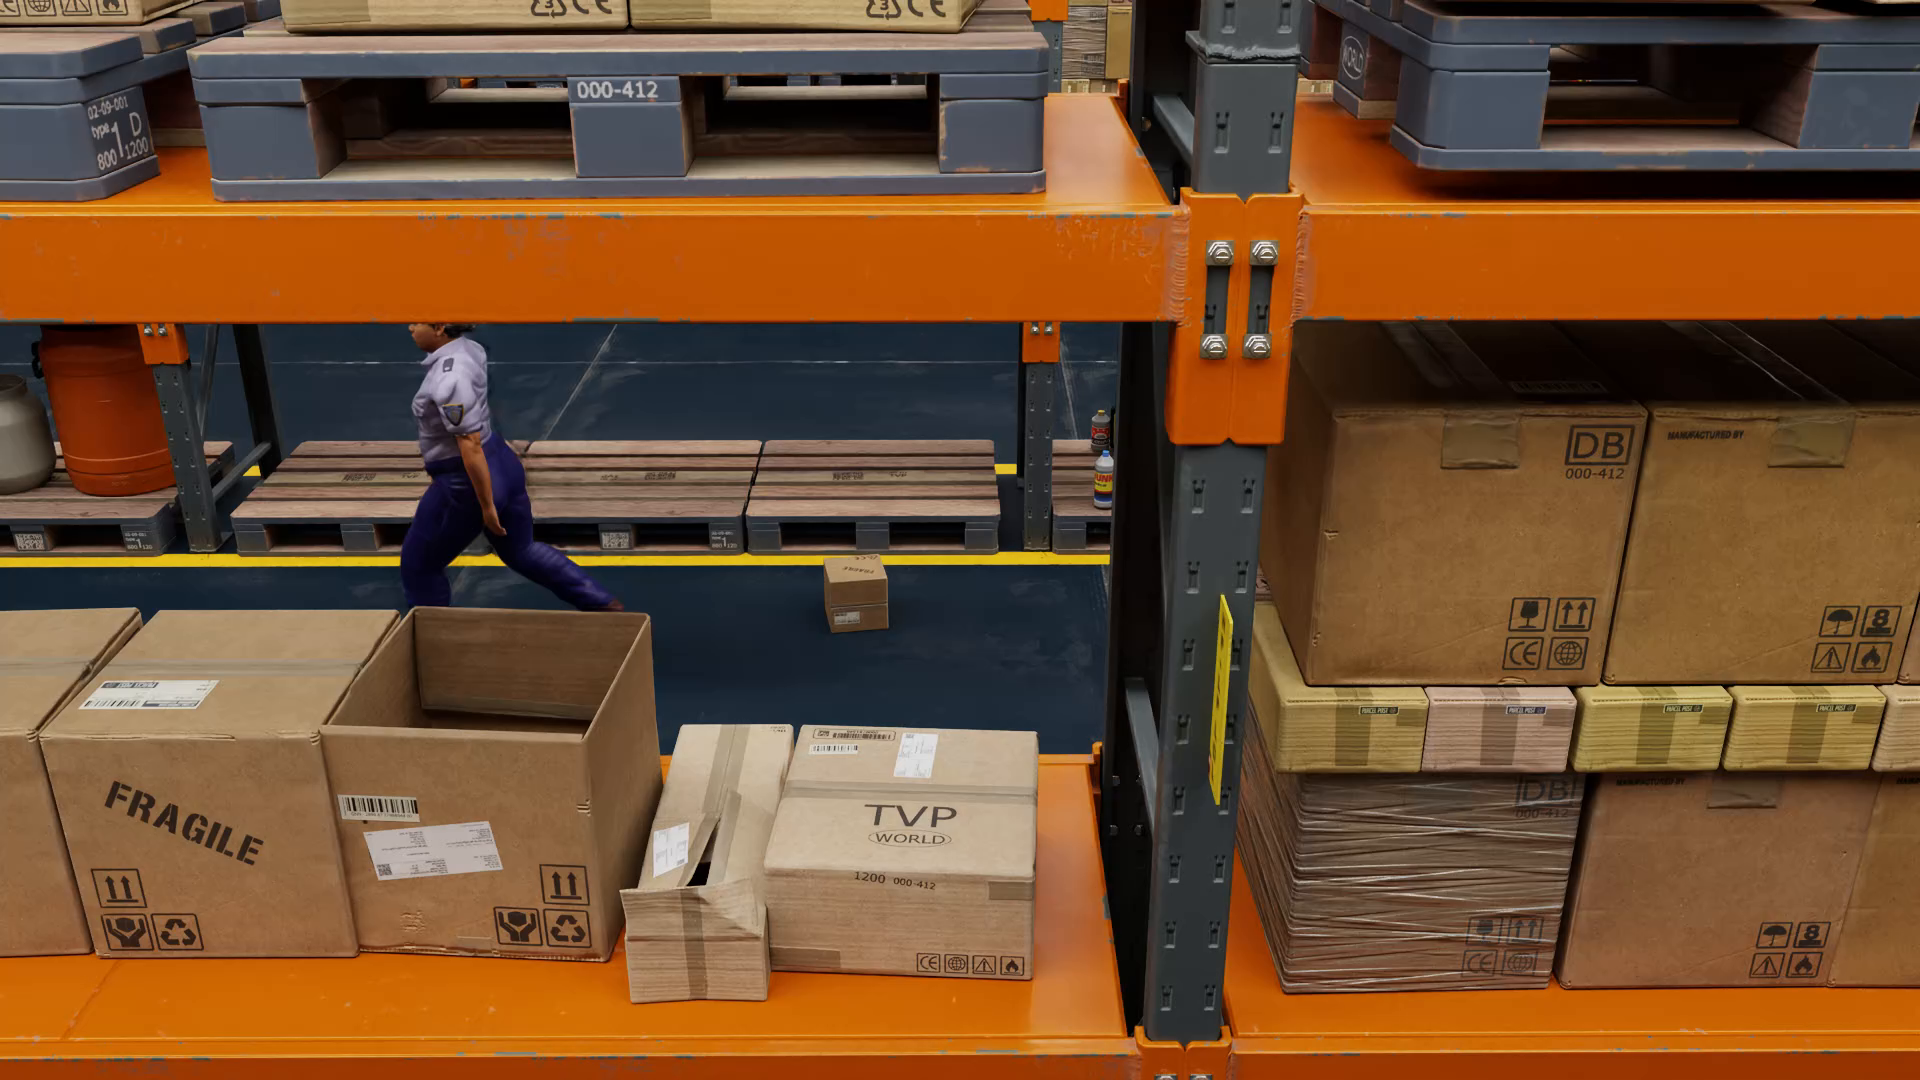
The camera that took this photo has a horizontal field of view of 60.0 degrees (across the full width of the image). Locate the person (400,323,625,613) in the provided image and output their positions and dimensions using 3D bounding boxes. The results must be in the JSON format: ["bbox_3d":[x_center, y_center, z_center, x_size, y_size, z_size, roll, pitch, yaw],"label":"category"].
[{"bbox_3d":[-1.917,-0.238,6.644,1.012,1.591,0.483,1,24,2],"label":"person"}]
